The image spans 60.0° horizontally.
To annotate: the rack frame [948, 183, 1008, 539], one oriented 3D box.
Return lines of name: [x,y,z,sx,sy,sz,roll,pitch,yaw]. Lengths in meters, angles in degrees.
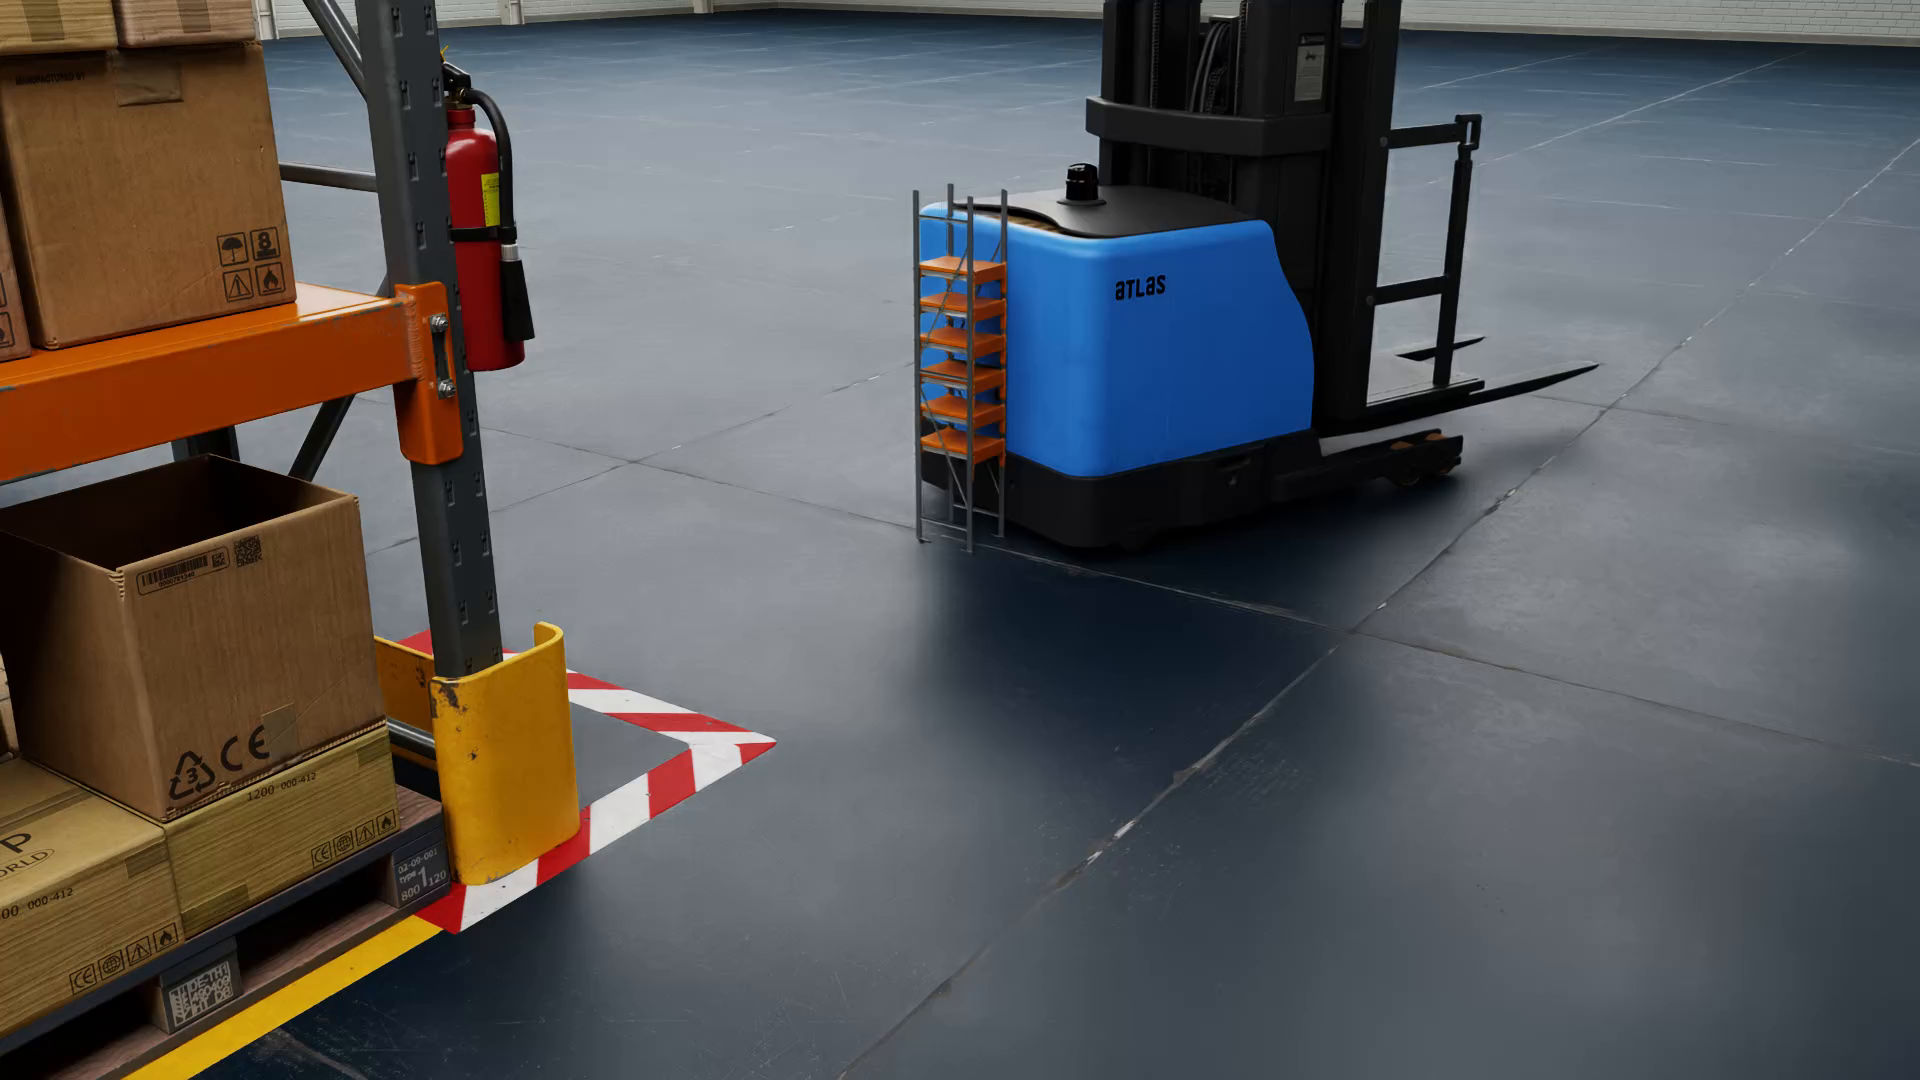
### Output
rack frame: [0.056,-0.591,5.633,0.240,1.200,0.006,15,25,35]

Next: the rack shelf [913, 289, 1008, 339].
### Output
rack shelf: [0.001,-0.749,5.497,0.258,0.103,0.180,15,25,35]

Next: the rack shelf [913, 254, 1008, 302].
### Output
rack shelf: [0.001,-0.862,5.456,0.258,0.103,0.180,15,25,35]

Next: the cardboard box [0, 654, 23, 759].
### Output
cardboard box: [-1.949,0.416,3.674,0.500,0.250,0.500,13,24,32]

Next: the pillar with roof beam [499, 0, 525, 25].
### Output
pillar with roof beam: [-6.043,-14.456,31.874,9.100,9.000,0.400,13,24,32]

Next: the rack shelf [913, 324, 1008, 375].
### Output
rack shelf: [0.001,-0.637,5.539,0.258,0.103,0.180,15,25,35]

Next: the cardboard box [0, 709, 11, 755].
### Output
cardboard box: [-2.228,0.208,3.155,0.500,0.500,0.500,13,24,32]

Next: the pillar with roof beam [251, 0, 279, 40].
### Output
pillar with roof beam: [-9.415,-12.734,27.220,9.100,9.000,0.400,13,24,32]

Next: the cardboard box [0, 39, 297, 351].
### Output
cardboard box: [-1.737,-0.702,3.196,0.700,0.500,0.500,13,24,32]

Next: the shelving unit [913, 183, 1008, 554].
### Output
shelving unit: [0.001,-0.566,5.565,0.258,1.200,0.189,15,25,35]

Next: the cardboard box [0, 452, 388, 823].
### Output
cardboard box: [-1.519,0.166,3.270,0.500,0.500,0.500,13,24,32]

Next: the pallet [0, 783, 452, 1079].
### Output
pallet: [-1.859,0.748,3.437,1.003,0.211,1.213,13,24,32]

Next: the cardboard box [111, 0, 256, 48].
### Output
cardboard box: [-1.521,-0.991,3.042,0.380,0.149,0.250,13,24,31]

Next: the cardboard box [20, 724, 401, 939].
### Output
cardboard box: [-1.521,0.517,3.401,0.500,0.250,0.500,13,24,32]

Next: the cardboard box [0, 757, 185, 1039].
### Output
cardboard box: [-1.792,0.663,3.007,0.500,0.250,0.500,13,24,32]

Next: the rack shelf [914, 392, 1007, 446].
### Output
rack shelf: [0.001,-0.412,5.622,0.258,0.103,0.180,15,25,35]

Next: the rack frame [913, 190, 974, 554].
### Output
rack frame: [-0.054,-0.541,5.497,0.240,1.200,0.006,15,25,35]

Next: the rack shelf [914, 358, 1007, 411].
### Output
rack shelf: [0.001,-0.524,5.580,0.258,0.103,0.180,15,25,35]

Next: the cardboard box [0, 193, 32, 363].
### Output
cardboard box: [-2.028,-0.551,2.786,0.700,0.500,0.500,14,24,33]

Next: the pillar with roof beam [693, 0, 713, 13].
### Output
pillar with roof beam: [-2.670,-16.177,36.528,9.100,9.000,0.400,13,24,32]

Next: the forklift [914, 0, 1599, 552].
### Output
forklift: [1.330,-1.717,6.181,3.031,2.935,1.130,-14,24,-33]

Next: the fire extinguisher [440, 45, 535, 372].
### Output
fire extinguisher: [-1.013,-0.694,3.429,0.296,0.674,0.183,13,24,32]

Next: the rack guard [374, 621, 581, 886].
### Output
rack guard: [-1.450,0.379,4.021,1.175,0.500,0.348,13,24,32]

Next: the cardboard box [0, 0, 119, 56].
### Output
cardboard box: [-1.667,-0.916,2.838,0.380,0.149,0.250,14,24,33]

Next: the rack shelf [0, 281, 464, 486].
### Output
rack shelf: [-2.588,0.124,2.142,1.077,0.370,4.000,13,24,32]

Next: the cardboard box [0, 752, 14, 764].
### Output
cardboard box: [-2.227,0.560,3.284,0.500,0.250,0.500,13,24,32]

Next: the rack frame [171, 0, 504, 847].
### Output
rack frame: [-1.464,-0.787,3.569,1.000,3.000,0.127,13,24,32]

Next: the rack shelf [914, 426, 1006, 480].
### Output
rack shelf: [0.001,-0.299,5.664,0.258,0.103,0.180,15,25,35]
